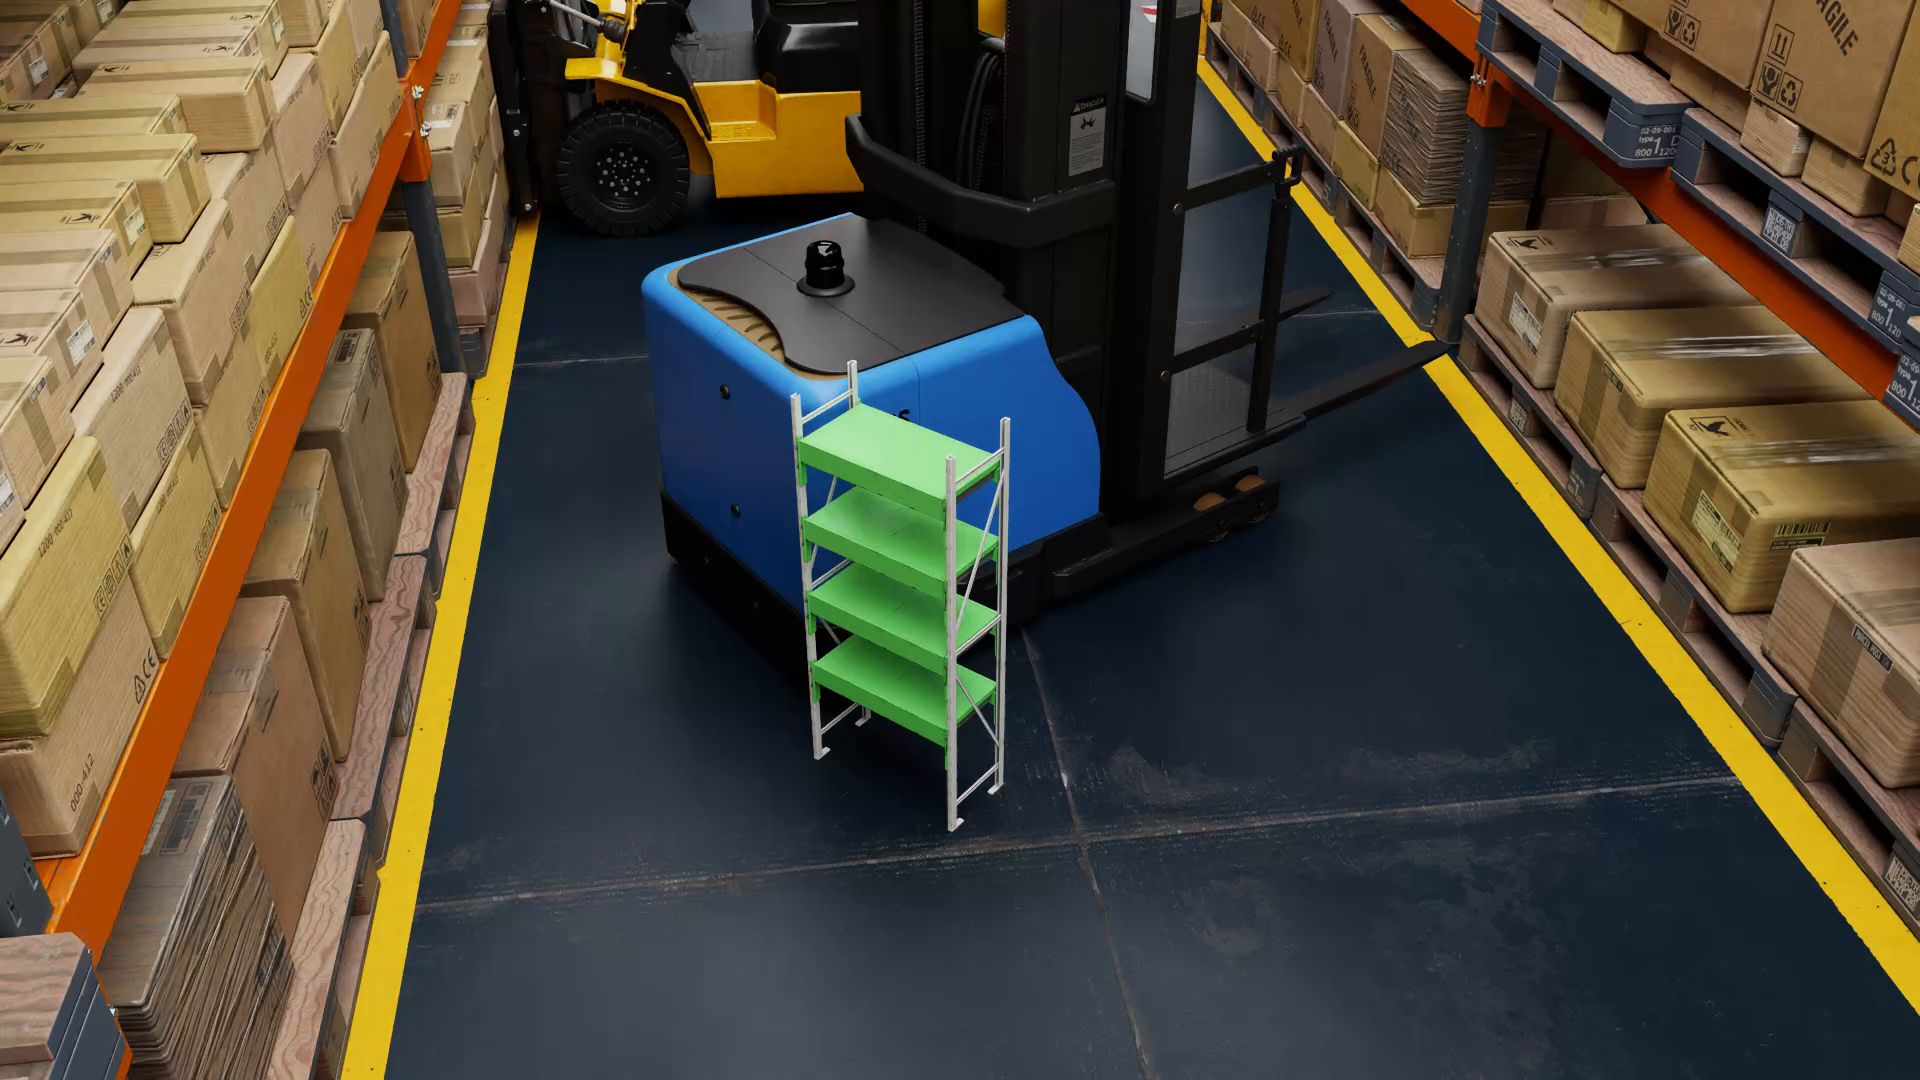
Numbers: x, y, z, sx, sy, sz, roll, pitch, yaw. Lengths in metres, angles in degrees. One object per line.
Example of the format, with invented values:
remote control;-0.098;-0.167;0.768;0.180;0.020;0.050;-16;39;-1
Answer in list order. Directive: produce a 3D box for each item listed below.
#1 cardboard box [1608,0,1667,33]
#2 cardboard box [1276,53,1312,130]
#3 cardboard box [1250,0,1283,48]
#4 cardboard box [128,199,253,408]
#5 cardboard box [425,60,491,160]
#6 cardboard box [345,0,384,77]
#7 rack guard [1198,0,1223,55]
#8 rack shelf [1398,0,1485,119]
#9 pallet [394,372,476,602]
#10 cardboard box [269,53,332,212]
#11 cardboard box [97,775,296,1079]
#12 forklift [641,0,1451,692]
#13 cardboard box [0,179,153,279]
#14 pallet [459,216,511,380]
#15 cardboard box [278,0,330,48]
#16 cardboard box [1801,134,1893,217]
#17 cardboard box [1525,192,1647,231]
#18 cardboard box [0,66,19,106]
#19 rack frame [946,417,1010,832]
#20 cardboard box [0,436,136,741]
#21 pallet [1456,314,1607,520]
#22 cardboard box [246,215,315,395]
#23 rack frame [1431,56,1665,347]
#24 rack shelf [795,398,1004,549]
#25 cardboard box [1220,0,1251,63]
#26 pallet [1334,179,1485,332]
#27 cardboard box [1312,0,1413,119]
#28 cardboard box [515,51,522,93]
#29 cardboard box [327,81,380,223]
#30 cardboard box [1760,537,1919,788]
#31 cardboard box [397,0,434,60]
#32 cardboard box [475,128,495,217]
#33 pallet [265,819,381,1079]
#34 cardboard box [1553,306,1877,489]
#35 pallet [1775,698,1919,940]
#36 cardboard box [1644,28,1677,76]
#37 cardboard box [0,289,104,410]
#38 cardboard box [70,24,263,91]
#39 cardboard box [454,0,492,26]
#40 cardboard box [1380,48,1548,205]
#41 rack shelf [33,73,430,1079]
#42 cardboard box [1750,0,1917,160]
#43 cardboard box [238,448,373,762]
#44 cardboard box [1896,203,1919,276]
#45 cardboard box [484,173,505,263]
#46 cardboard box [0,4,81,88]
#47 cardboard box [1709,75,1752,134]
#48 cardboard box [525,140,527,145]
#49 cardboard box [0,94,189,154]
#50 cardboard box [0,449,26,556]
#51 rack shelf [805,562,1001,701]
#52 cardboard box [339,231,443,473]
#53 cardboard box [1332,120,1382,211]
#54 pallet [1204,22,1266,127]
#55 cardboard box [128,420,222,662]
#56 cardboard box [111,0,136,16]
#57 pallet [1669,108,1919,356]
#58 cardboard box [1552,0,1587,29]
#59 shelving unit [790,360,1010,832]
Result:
cardboard box;2.344;-1.891;5.135;0.500;0.500;0.500;-4;35;-6
cardboard box;1.941;-2.325;8.567;0.500;0.250;0.500;-2;34;-3
cardboard box;1.872;-2.919;8.773;0.500;0.500;0.500;-6;35;-8
cardboard box;-1.819;-0.489;3.494;0.500;0.250;0.500;-5;35;-8
cardboard box;-2.234;-1.768;6.862;0.500;0.250;0.500;-4;35;-6
cardboard box;-2.102;-1.628;5.164;0.500;0.250;0.500;-5;35;-7
rack guard;1.969;-3.273;10.108;1.175;0.500;0.348;-4;35;-6
rack shelf;2.228;-2.935;8.031;1.077;0.370;4.000;-4;35;-6
pallet;-2.283;-0.177;5.823;1.003;0.211;1.213;-4;35;-6
cardboard box;-1.962;-1.055;4.324;0.500;0.250;0.500;-4;34;-5
cardboard box;-1.953;0.953;3.424;0.875;0.625;0.625;-3;34;-5
forklift;0.499;-1.421;5.233;3.031;2.935;1.130;-23;40;-30
cardboard box;-1.842;-0.588;3.285;0.380;0.149;0.250;-4;34;-6
pallet;-2.486;-1.032;7.077;1.003;0.211;1.213;-4;35;-6
cardboard box;-1.955;-1.453;4.554;0.380;0.149;0.250;-5;35;-8
cardboard box;2.471;-0.977;4.370;0.380;0.149;0.250;-5;35;-8
cardboard box;2.685;-1.503;7.360;0.500;0.250;0.500;-6;35;-9
cardboard box;-2.427;-0.980;3.860;0.380;0.149;0.250;-4;34;-6
rack frame;0.044;0.252;4.315;0.015;1.200;0.240;23;41;30
cardboard box;-1.676;0.082;2.656;0.500;0.250;0.500;-4;35;-6
pallet;2.603;-0.529;6.339;1.003;0.211;1.213;-4;35;-6
cardboard box;-1.908;-0.567;4.052;0.500;0.250;0.500;-3;34;-5
rack frame;2.497;-2.116;6.191;1.000;3.000;0.127;-4;35;-6
rack shelf;-0.150;-0.175;4.202;0.480;0.148;0.258;23;41;30
cardboard box;1.794;-2.914;9.431;0.500;0.250;0.500;-5;35;-7
pallet;2.372;-1.336;7.522;1.003;0.211;1.213;-4;35;-6
cardboard box;2.012;-2.341;7.925;0.500;0.500;0.500;-3;34;-4
cardboard box;-2.437;-2.399;8.231;0.500;0.250;0.500;-5;35;-7
cardboard box;-2.021;-1.134;4.884;0.500;0.250;0.500;-5;35;-7
cardboard box;2.862;0.301;4.605;0.950;0.372;0.625;-5;35;-7
cardboard box;-2.222;-2.046;6.001;0.500;0.500;0.500;-5;35;-8
cardboard box;-2.250;-1.556;6.994;0.500;0.250;0.500;-5;35;-7
pallet;-1.955;1.184;3.825;1.003;0.211;1.213;-4;35;-6
cardboard box;2.670;-0.510;5.795;0.950;0.372;0.625;-2;34;-3
pallet;2.931;0.832;4.341;1.003;0.211;1.213;-4;35;-6
cardboard box;2.397;-1.561;5.227;0.380;0.149;0.250;-2;34;-3
cardboard box;-1.731;-0.306;2.870;0.380;0.149;0.250;-3;34;-5
cardboard box;-1.954;-1.162;4.127;0.380;0.149;0.250;-4;34;-6
cardboard box;-2.375;-2.338;7.699;0.500;0.250;0.500;-5;35;-7
cardboard box;2.152;-1.773;7.091;0.500;0.500;0.500;-5;35;-7
rack shelf;-2.152;-0.324;4.201;1.077;0.370;4.000;-4;35;-6
cardboard box;2.477;-1.328;4.309;0.500;0.500;0.500;-6;35;-8
cardboard box;-2.140;0.213;4.509;0.875;0.625;0.625;-6;35;-8
cardboard box;2.495;-0.693;3.954;0.380;0.149;0.250;-4;34;-6
cardboard box;-2.242;-1.352;7.139;0.500;0.250;0.500;-5;35;-7
cardboard box;-2.506;-1.260;4.270;0.380;0.149;0.250;-4;35;-6
cardboard box;2.422;-1.276;4.809;0.380;0.149;0.250;-4;34;-6
cardboard box;-2.375;-1.923;7.976;0.500;0.250;0.500;-3;34;-5
cardboard box;-1.949;-0.872;3.702;0.380;0.149;0.250;-4;35;-6
cardboard box;-1.634;-0.015;2.444;0.380;0.149;0.250;-3;34;-5
rack shelf;-0.150;0.222;4.473;0.480;0.148;0.258;23;41;30
cardboard box;-2.340;-0.640;5.761;0.875;0.625;0.625;-3;34;-4
cardboard box;2.070;-1.759;7.736;0.500;0.250;0.500;-5;35;-8
pallet;2.044;-2.697;9.520;1.003;0.211;1.213;-4;35;-6
cardboard box;-1.763;0.009;3.206;0.500;0.250;0.500;-5;35;-7
cardboard box;-2.569;-1.542;4.684;0.380;0.149;0.250;-4;35;-7
pallet;2.728;-0.906;4.586;1.003;0.211;1.213;-4;35;-6
cardboard box;2.258;-1.853;5.656;0.380;0.149;0.250;-4;34;-6
shelving unit;-0.150;0.169;4.437;0.503;1.200;0.258;23;41;30
